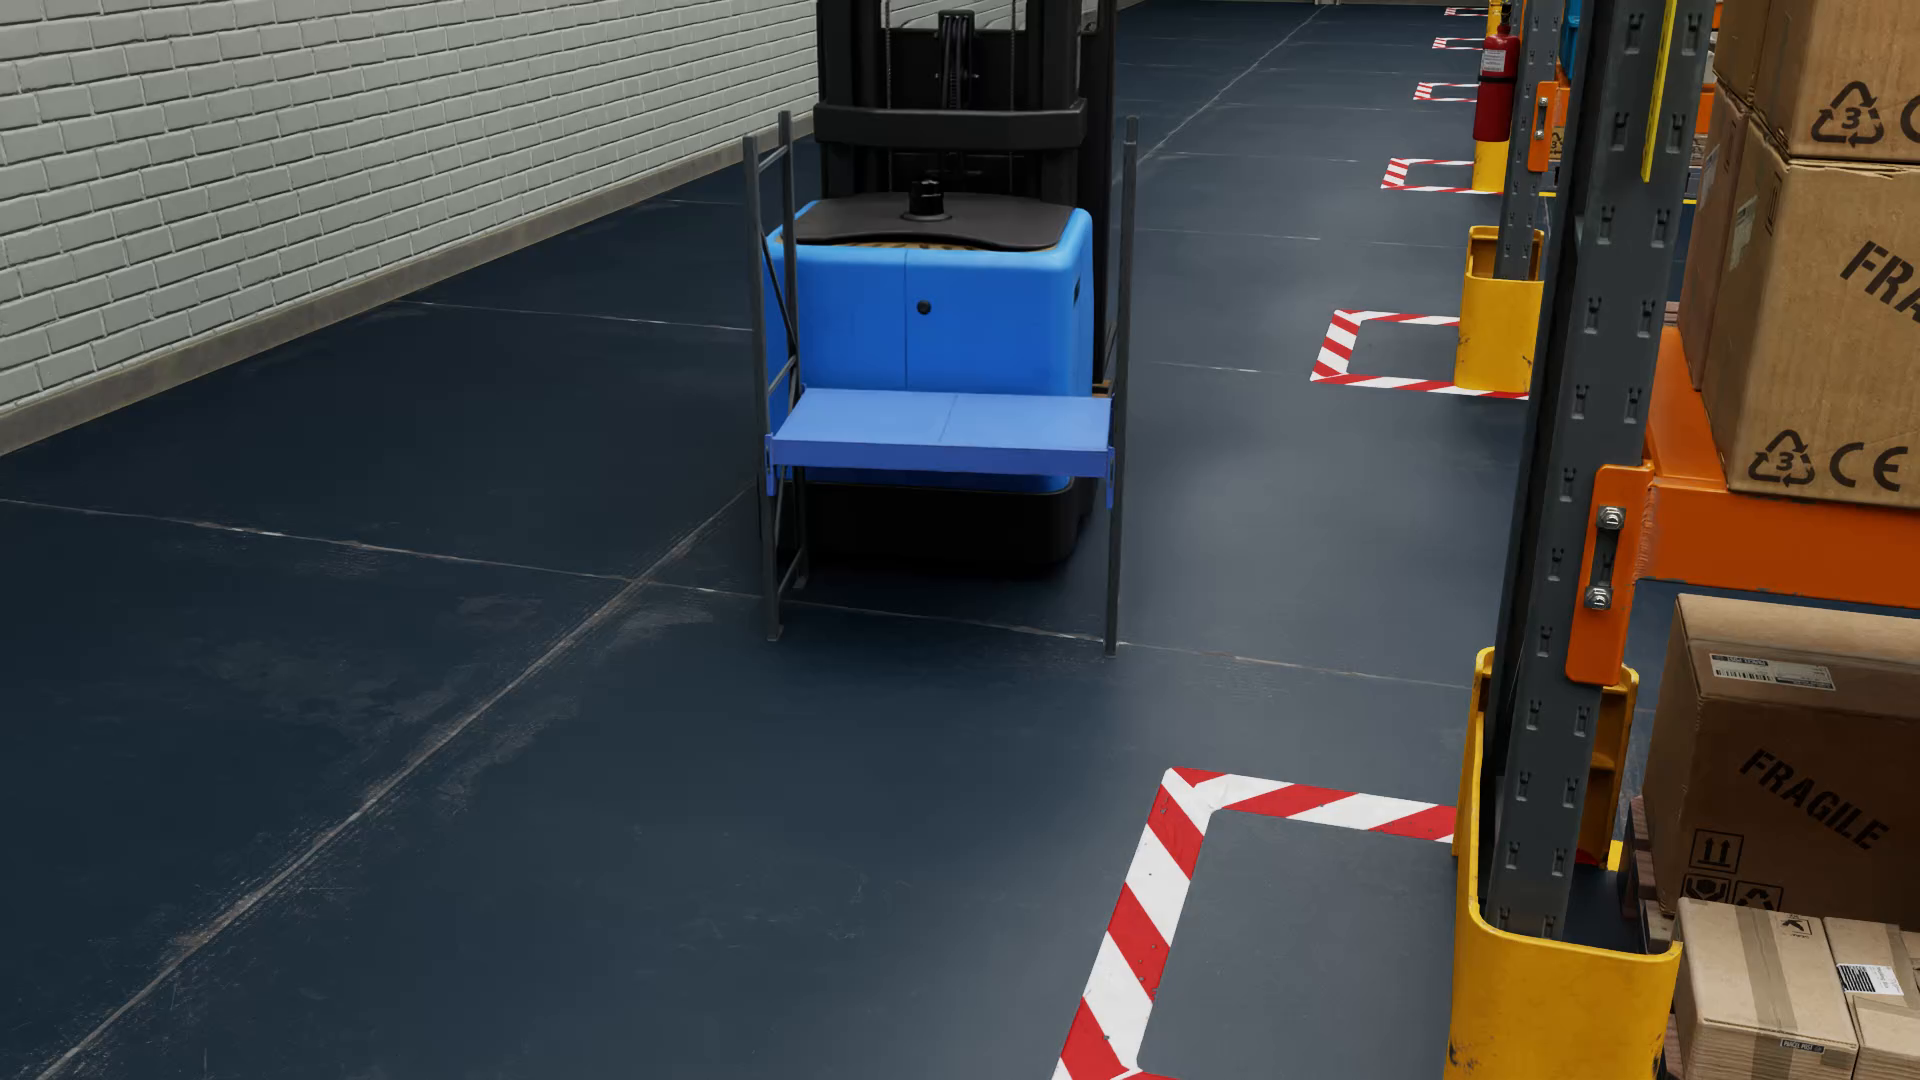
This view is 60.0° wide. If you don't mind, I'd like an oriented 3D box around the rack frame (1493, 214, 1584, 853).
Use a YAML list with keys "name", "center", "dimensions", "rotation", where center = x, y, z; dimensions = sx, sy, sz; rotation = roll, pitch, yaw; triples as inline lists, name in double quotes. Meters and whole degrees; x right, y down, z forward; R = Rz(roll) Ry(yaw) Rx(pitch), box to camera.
- name: "rack frame"
  center: [1.126, -0.461, 2.940]
  dimensions: [0.053, 2.616, 0.949]
  rotation: [7, 23, 16]

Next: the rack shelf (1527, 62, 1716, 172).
- name: "rack shelf"
  center: [4.477, -1.709, 6.932]
  dimensions: [4.000, 0.370, 1.077]
  rotation: [7, 23, 16]

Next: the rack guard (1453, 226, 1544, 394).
- name: "rack guard"
  center: [2.535, -1.103, 7.799]
  dimensions: [0.348, 0.500, 1.175]
  rotation: [7, 23, 16]

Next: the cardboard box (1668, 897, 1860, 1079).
- name: "cardboard box"
  center: [1.429, 0.824, 2.985]
  dimensions: [0.250, 0.149, 0.380]
  rotation: [7, 23, 16]

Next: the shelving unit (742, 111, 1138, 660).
- name: "shelving unit"
  center: [-0.035, -0.456, 4.906]
  dimensions: [1.048, 1.500, 0.538]
  rotation: [2, 22, 6]

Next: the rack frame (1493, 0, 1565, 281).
- name: "rack frame"
  center: [2.562, -2.261, 7.330]
  dimensions: [0.127, 3.000, 1.000]
  rotation: [7, 23, 16]

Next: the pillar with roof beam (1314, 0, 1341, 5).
- name: "pillar with roof beam"
  center: [4.721, -11.300, 21.459]
  dimensions: [0.400, 9.000, 9.100]
  rotation: [7, 23, 16]

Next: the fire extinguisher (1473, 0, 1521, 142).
- name: "fire extinguisher"
  center: [2.549, -2.234, 7.858]
  dimensions: [0.183, 0.674, 0.296]
  rotation: [7, 23, 16]

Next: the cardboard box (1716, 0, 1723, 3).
- name: "cardboard box"
  center: [4.978, -3.702, 11.173]
  dimensions: [0.250, 0.149, 0.380]
  rotation: [6, 23, 15]

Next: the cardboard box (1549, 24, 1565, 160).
- name: "cardboard box"
  center: [4.628, -3.231, 11.940]
  dimensions: [0.875, 0.875, 0.875]
  rotation: [7, 23, 16]

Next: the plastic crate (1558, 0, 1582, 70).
- name: "plastic crate"
  center: [2.936, -2.336, 7.388]
  dimensions: [0.499, 0.435, 0.616]
  rotation: [7, 23, 16]

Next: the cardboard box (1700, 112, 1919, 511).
- name: "cardboard box"
  center: [2.766, -0.321, 2.469]
  dimensions: [3.026, 0.500, 1.079]
  rotation: [7, 23, 16]

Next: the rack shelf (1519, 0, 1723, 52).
- name: "rack shelf"
  center: [5.907, -3.509, 11.319]
  dimensions: [4.000, 0.370, 1.077]
  rotation: [7, 23, 16]

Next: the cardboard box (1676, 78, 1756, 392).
- name: "cardboard box"
  center: [1.635, -0.558, 3.046]
  dimensions: [0.500, 0.500, 0.500]
  rotation: [7, 23, 17]

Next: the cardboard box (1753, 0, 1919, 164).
- name: "cardboard box"
  center: [1.476, -0.826, 2.382]
  dimensions: [0.500, 0.500, 0.500]
  rotation: [7, 23, 17]

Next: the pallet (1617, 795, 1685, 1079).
- name: "pallet"
  center: [1.964, 0.924, 3.240]
  dimensions: [1.213, 0.211, 1.003]
  rotation: [7, 23, 16]

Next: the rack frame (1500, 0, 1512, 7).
- name: "rack frame"
  center: [6.855, -7.661, 20.495]
  dimensions: [0.127, 3.000, 1.000]
  rotation: [7, 23, 16]

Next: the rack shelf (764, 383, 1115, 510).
- name: "rack shelf"
  center: [-0.035, -0.290, 4.974]
  dimensions: [1.000, 0.185, 0.538]
  rotation: [2, 22, 6]

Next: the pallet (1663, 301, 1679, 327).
- name: "pallet"
  center: [3.340, -0.866, 7.604]
  dimensions: [1.213, 0.211, 1.003]
  rotation: [7, 23, 16]

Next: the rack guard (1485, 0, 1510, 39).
- name: "rack guard"
  center: [6.832, -6.507, 20.975]
  dimensions: [0.348, 0.500, 1.175]
  rotation: [7, 23, 16]

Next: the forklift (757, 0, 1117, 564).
- name: "forklift"
  center: [0.059, -1.805, 6.308]
  dimensions: [1.130, 2.935, 3.031]
  rotation: [3, 23, 8]

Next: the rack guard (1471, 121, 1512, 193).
- name: "rack guard"
  center: [3.969, -2.907, 12.198]
  dimensions: [0.348, 0.500, 1.175]
  rotation: [7, 23, 16]

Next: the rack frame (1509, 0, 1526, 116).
- name: "rack frame"
  center: [3.992, -4.061, 11.717]
  dimensions: [0.127, 3.000, 1.000]
  rotation: [7, 23, 16]

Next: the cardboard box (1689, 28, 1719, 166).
- name: "cardboard box"
  center: [5.500, -3.131, 11.697]
  dimensions: [0.875, 0.875, 0.875]
  rotation: [7, 23, 16]

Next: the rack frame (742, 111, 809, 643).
- name: "rack frame"
  center: [-0.540, -0.477, 4.958]
  dimensions: [0.032, 1.500, 0.500]
  rotation: [2, 22, 6]

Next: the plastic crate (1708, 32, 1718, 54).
- name: "plastic crate"
  center: [3.395, -2.143, 7.311]
  dimensions: [0.243, 0.136, 0.396]
  rotation: [7, 23, 16]

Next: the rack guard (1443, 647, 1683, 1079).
- name: "rack guard"
  center: [1.200, 0.703, 3.397]
  dimensions: [0.348, 0.500, 1.175]
  rotation: [7, 23, 16]

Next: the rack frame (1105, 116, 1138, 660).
- name: "rack frame"
  center: [0.471, -0.435, 4.854]
  dimensions: [0.032, 1.500, 0.500]
  rotation: [2, 22, 6]

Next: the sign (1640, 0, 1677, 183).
- name: "sign"
  center: [0.971, -0.665, 2.298]
  dimensions: [0.005, 0.325, 0.100]
  rotation: [7, 23, 16]

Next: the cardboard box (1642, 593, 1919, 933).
- name: "cardboard box"
  center: [1.719, 0.461, 3.407]
  dimensions: [0.500, 0.500, 0.500]
  rotation: [7, 23, 16]

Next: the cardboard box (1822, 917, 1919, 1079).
- name: "cardboard box"
  center: [1.668, 0.844, 2.914]
  dimensions: [0.250, 0.166, 0.380]
  rotation: [7, 23, 16]
